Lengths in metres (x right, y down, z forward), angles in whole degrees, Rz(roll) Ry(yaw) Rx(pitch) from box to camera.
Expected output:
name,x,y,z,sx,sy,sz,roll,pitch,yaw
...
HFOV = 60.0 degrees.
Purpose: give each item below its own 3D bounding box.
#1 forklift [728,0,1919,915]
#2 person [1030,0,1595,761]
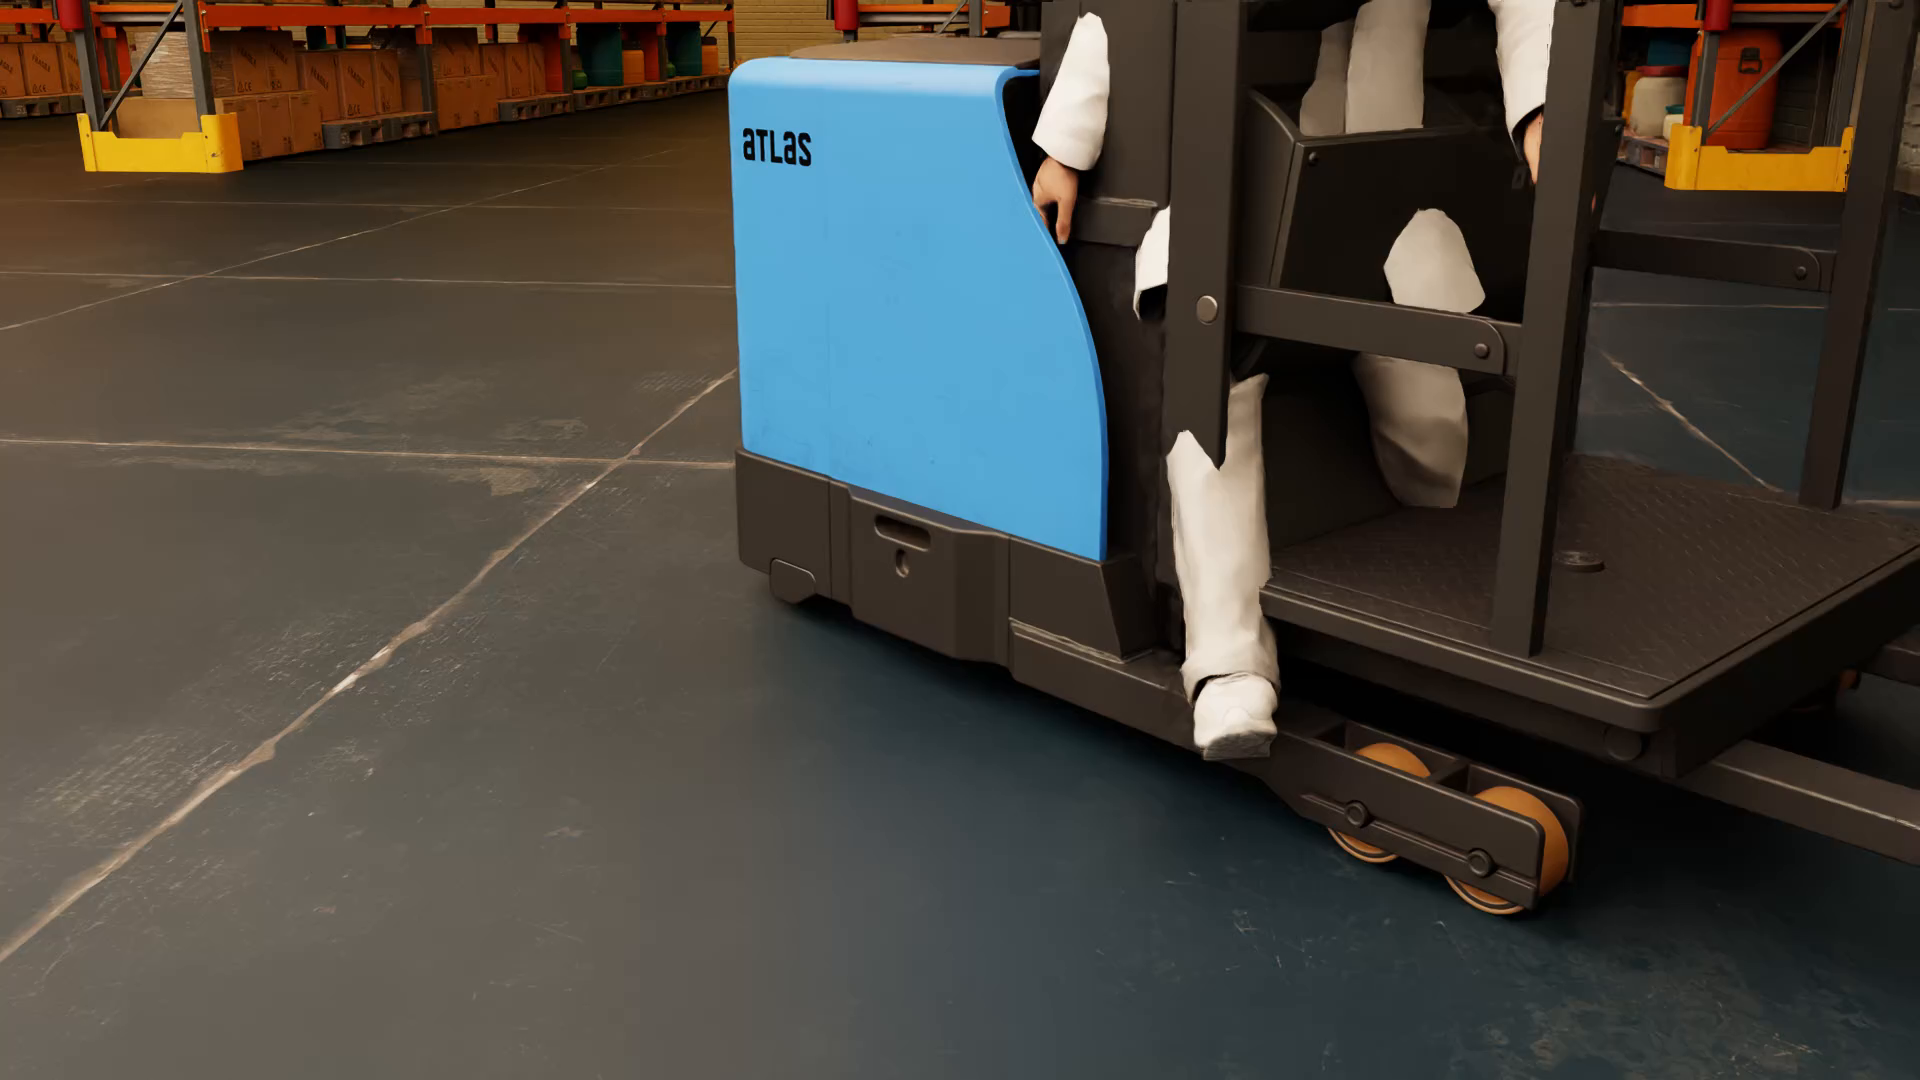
name,x,y,z,sx,sy,sz,roll,pitch,yaw
forklift,0.908,-1.069,2.343,1.130,2.935,3.031,-16,23,-40
person,0.535,-0.512,2.471,0.855,1.686,1.074,0,17,0
